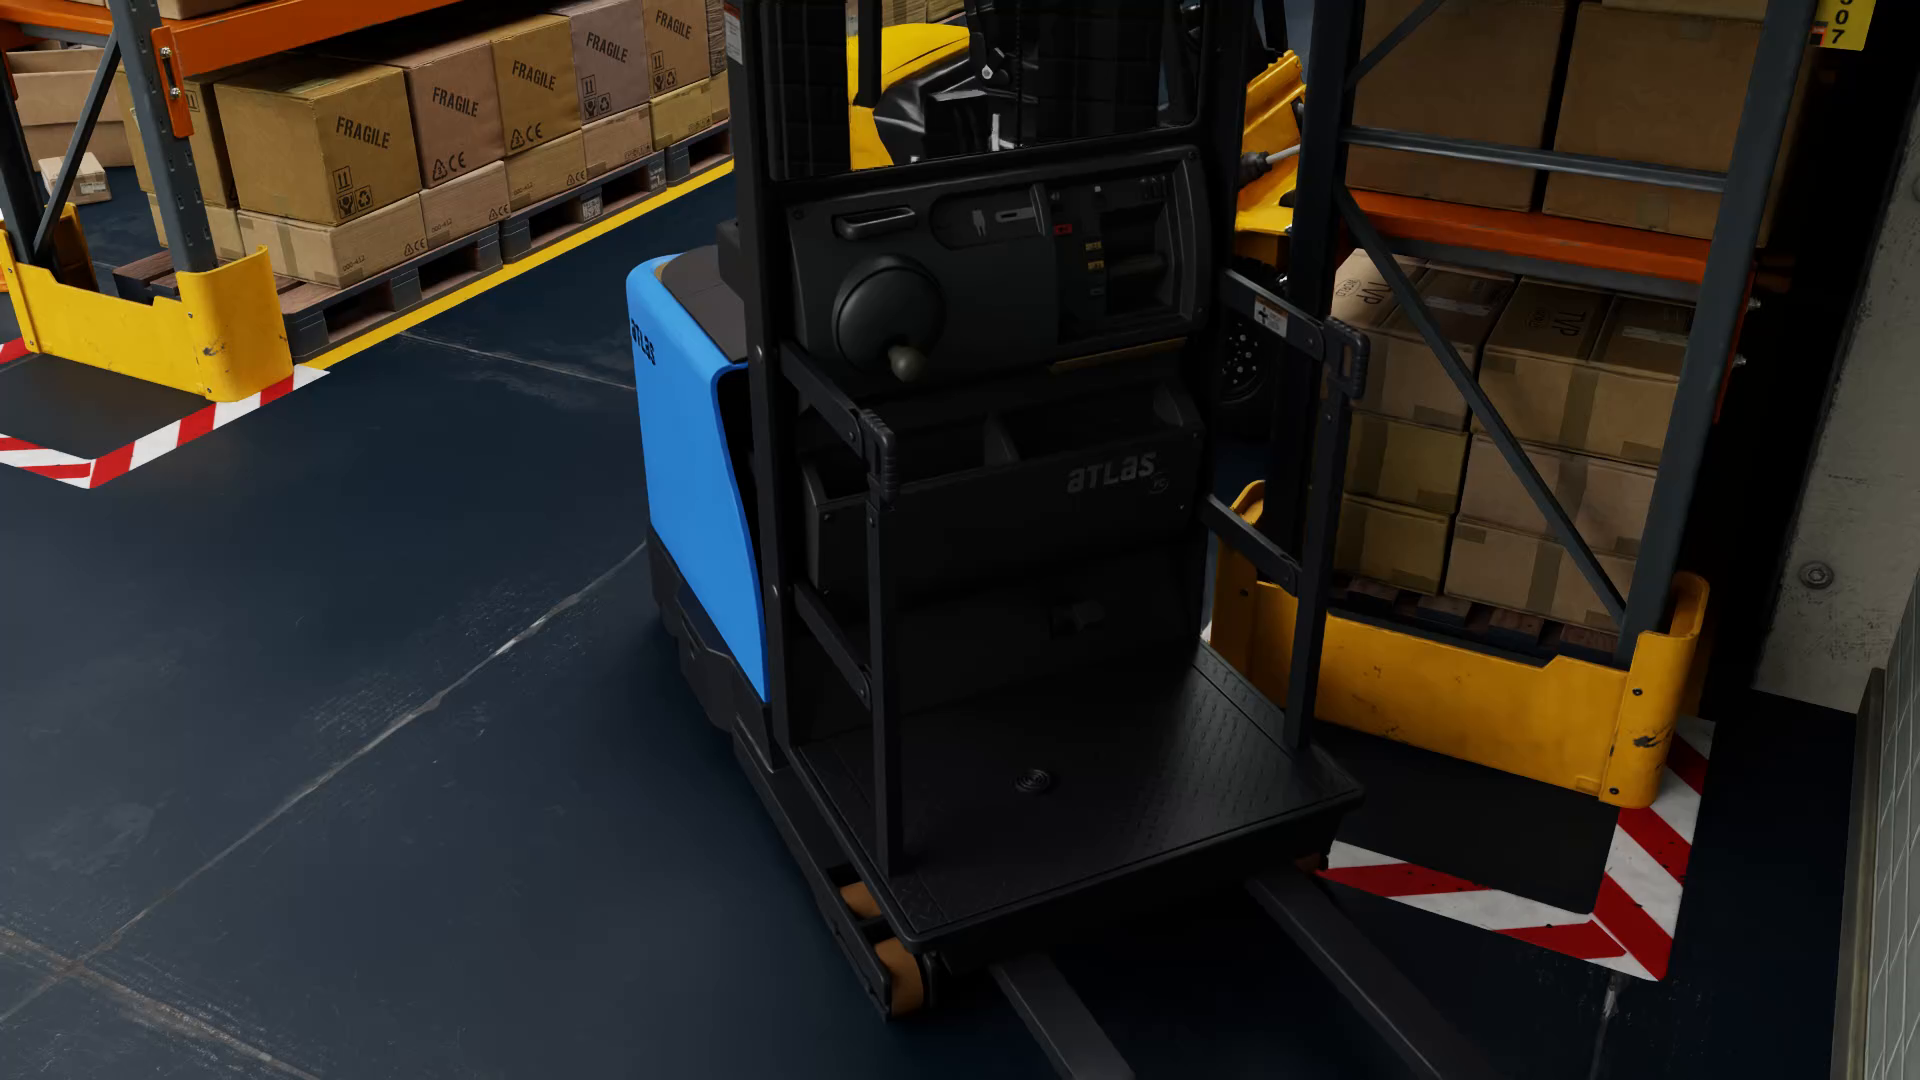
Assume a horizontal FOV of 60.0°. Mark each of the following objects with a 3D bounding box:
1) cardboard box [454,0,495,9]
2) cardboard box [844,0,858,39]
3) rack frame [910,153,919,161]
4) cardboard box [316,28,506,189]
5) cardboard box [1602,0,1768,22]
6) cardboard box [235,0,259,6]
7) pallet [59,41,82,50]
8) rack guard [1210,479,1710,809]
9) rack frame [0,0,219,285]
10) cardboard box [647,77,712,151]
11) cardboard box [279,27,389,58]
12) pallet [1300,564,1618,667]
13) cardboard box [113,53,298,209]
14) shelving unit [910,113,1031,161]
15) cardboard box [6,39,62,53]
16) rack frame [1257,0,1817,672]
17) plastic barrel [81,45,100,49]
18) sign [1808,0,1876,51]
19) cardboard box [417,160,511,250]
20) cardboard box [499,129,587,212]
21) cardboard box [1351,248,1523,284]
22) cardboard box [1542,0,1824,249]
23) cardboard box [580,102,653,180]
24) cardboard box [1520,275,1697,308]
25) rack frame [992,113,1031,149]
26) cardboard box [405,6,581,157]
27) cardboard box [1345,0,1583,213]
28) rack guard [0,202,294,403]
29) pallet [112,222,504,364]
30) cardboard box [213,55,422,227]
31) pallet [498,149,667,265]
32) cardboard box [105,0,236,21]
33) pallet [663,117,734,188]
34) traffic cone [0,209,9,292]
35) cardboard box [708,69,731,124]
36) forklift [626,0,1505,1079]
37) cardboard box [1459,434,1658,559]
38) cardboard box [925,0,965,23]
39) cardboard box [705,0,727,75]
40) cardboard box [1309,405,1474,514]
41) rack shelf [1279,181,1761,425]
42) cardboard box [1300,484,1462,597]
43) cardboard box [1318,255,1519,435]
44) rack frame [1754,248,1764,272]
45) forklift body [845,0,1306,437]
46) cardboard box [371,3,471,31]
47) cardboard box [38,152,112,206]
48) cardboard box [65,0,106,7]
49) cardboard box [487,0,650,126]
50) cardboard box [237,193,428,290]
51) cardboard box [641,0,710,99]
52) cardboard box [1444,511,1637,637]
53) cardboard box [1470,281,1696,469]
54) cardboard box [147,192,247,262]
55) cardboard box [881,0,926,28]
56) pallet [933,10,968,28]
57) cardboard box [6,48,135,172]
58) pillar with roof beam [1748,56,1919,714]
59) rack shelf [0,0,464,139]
[{"bbox_3d":[-2.315,-2.389,7.984,0.500,0.500,0.500,16,34,26],"label":"cardboard box"},{"bbox_3d":[-1.098,-3.020,9.713,0.950,0.372,0.625,15,33,24],"label":"cardboard box"},{"bbox_3d":[-0.036,-0.558,5.017,0.240,1.200,0.015,16,34,26],"label":"rack frame"},{"bbox_3d":[-2.299,-1.824,7.000,0.500,0.500,0.500,13,32,21],"label":"cardboard box"},{"bbox_3d":[1.649,-1.262,3.684,0.380,0.149,0.250,13,32,22],"label":"cardboard box"},{"bbox_3d":[-2.716,-2.081,6.113,0.380,0.149,0.250,15,33,24],"label":"cardboard box"},{"bbox_3d":[-6.204,-3.293,10.773,1.003,0.211,1.213,14,33,23],"label":"pallet"},{"bbox_3d":[1.252,0.248,4.315,1.175,0.500,0.348,14,33,23],"label":"rack guard"},{"bbox_3d":[-3.157,-1.971,5.669,1.000,3.000,0.127,14,33,23],"label":"rack frame"},{"bbox_3d":[-1.599,-2.172,8.360,0.500,0.250,0.500,13,32,22],"label":"cardboard box"},{"bbox_3d":[-2.790,-1.932,7.189,0.500,0.500,0.500,16,33,25],"label":"cardboard box"},{"bbox_3d":[1.574,0.014,5.013,1.003,0.211,1.213,14,33,23],"label":"pallet"},{"bbox_3d":[-3.024,-1.700,6.784,0.500,0.500,0.500,15,33,24],"label":"cardboard box"},{"bbox_3d":[0.086,-0.664,5.201,0.258,1.200,0.503,16,34,26],"label":"shelving unit"},{"bbox_3d":[-5.581,-2.818,9.653,0.500,0.500,0.500,21,36,32],"label":"cardboard box"},{"bbox_3d":[1.263,-0.846,3.711,1.000,3.000,0.127,14,33,23],"label":"rack frame"},{"bbox_3d":[-4.939,-2.854,9.795,0.421,0.421,0.512,-12,32,-20],"label":"plastic barrel"},{"bbox_3d":[1.755,-1.127,3.252,0.100,0.325,0.005,14,33,23],"label":"sign"},{"bbox_3d":[-2.304,-1.480,7.154,0.500,0.250,0.500,16,33,25],"label":"cardboard box"},{"bbox_3d":[-2.067,-1.725,7.580,0.500,0.250,0.500,17,34,27],"label":"cardboard box"},{"bbox_3d":[1.423,-0.772,4.918,0.500,0.250,0.500,15,33,24],"label":"cardboard box"},{"bbox_3d":[1.736,-1.046,3.959,0.500,0.500,0.500,15,33,25],"label":"cardboard box"},{"bbox_3d":[-1.834,-1.948,7.969,0.500,0.250,0.500,15,33,24],"label":"cardboard box"},{"bbox_3d":[1.875,-0.662,4.726,0.500,0.250,0.500,14,33,23],"label":"cardboard box"},{"bbox_3d":[0.207,-0.769,5.384,0.240,1.200,0.015,16,34,26],"label":"rack frame"},{"bbox_3d":[-2.063,-2.044,7.384,0.500,0.500,0.500,15,33,24],"label":"cardboard box"},{"bbox_3d":[1.254,-1.167,4.170,0.500,0.500,0.500,14,33,22],"label":"cardboard box"},{"bbox_3d":[-3.123,-0.920,6.351,1.175,0.500,0.348,14,33,23],"label":"rack guard"},{"bbox_3d":[-2.721,-1.147,7.036,1.003,0.211,1.213,14,33,23],"label":"pallet"},{"bbox_3d":[-2.533,-1.591,6.595,0.500,0.500,0.500,13,32,22],"label":"cardboard box"},{"bbox_3d":[-2.164,-1.686,7.974,1.003,0.211,1.213,14,33,23],"label":"pallet"},{"bbox_3d":[-2.818,-1.965,5.912,0.380,0.149,0.250,14,33,23],"label":"cardboard box"},{"bbox_3d":[-1.609,-2.229,8.919,1.003,0.211,1.213,14,33,23],"label":"pallet"},{"bbox_3d":[-4.110,-1.354,7.143,0.336,0.463,0.334,14,33,23],"label":"traffic cone"},{"bbox_3d":[-1.365,-2.411,8.775,0.500,0.250,0.500,16,33,25],"label":"cardboard box"},{"bbox_3d":[0.192,-0.517,3.207,1.130,2.935,3.031,-13,32,-22],"label":"forklift"},{"bbox_3d":[1.662,-0.214,4.448,0.500,0.250,0.500,15,33,24],"label":"cardboard box"},{"bbox_3d":[-0.459,-3.648,10.807,0.950,0.372,0.625,15,33,25],"label":"cardboard box"},{"bbox_3d":[-1.366,-2.736,8.588,0.500,0.500,0.500,14,33,23],"label":"cardboard box"},{"bbox_3d":[1.207,-0.339,4.666,0.500,0.250,0.500,14,33,23],"label":"cardboard box"},{"bbox_3d":[2.174,-1.421,5.435,1.077,0.370,4.000,14,33,23],"label":"rack shelf"},{"bbox_3d":[1.196,-0.116,4.779,0.500,0.250,0.500,15,33,24],"label":"cardboard box"},{"bbox_3d":[1.195,-0.544,4.521,0.500,0.250,0.500,15,33,25],"label":"cardboard box"},{"bbox_3d":[3.086,-2.619,6.799,1.000,3.000,0.127,14,33,23],"label":"rack frame"},{"bbox_3d":[0.503,-1.733,6.107,2.313,2.155,1.214,14,33,23],"label":"forklift body"},{"bbox_3d":[-2.553,-2.154,7.575,0.500,0.500,0.500,14,33,22],"label":"cardboard box"},{"bbox_3d":[-4.359,-1.773,8.189,0.250,0.149,0.380,-18,34,-28],"label":"cardboard box"},{"bbox_3d":[-3.177,-2.076,6.105,0.380,0.149,0.250,15,33,25],"label":"cardboard box"},{"bbox_3d":[-1.827,-2.283,7.800,0.500,0.500,0.500,16,34,26],"label":"cardboard box"},{"bbox_3d":[-2.543,-1.255,6.763,0.500,0.250,0.500,14,33,23],"label":"cardboard box"},{"bbox_3d":[-1.596,-2.510,8.195,0.500,0.500,0.500,15,33,24],"label":"cardboard box"},{"bbox_3d":[1.661,-0.009,4.594,0.500,0.250,0.500,14,33,23],"label":"cardboard box"},{"bbox_3d":[1.651,-0.440,4.339,0.500,0.250,0.500,14,33,23],"label":"cardboard box"},{"bbox_3d":[-3.017,-1.390,6.998,0.500,0.250,0.500,14,33,23],"label":"cardboard box"},{"bbox_3d":[-0.774,-3.339,10.269,0.950,0.372,0.625,16,34,26],"label":"cardboard box"},{"bbox_3d":[-0.427,-3.423,10.999,1.003,0.211,1.213,14,33,23],"label":"pallet"},{"bbox_3d":[-4.611,-2.241,8.647,0.797,0.503,0.637,-7,31,-11],"label":"cardboard box"},{"bbox_3d":[-1.450,-4.529,4.100,9.100,9.000,0.400,14,33,23],"label":"pillar with roof beam"},{"bbox_3d":[-2.246,-2.545,7.393,1.077,0.370,4.000,14,33,23],"label":"rack shelf"}]
